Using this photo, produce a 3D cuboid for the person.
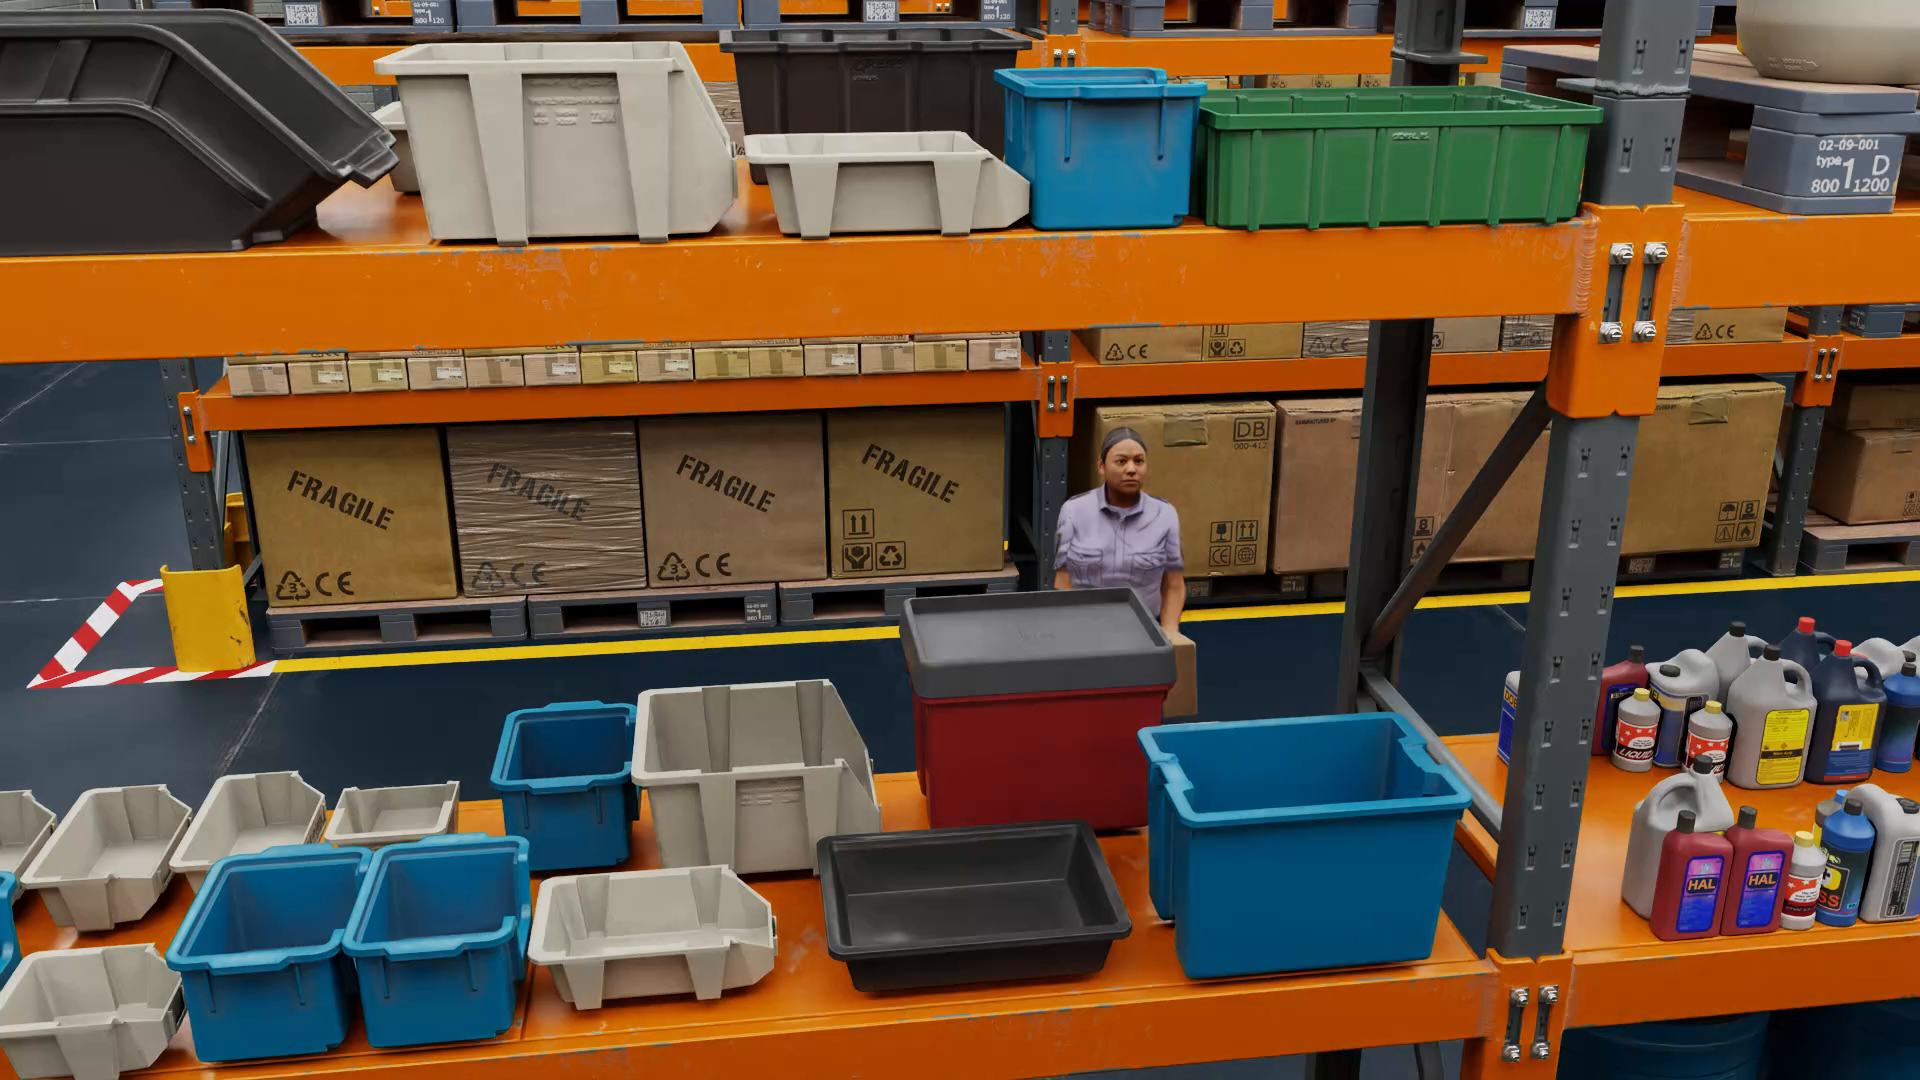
[{"bbox_3d":[0.542,0.430,5.918,0.509,1.650,0.475,0,20,-1],"label":"person"}]
